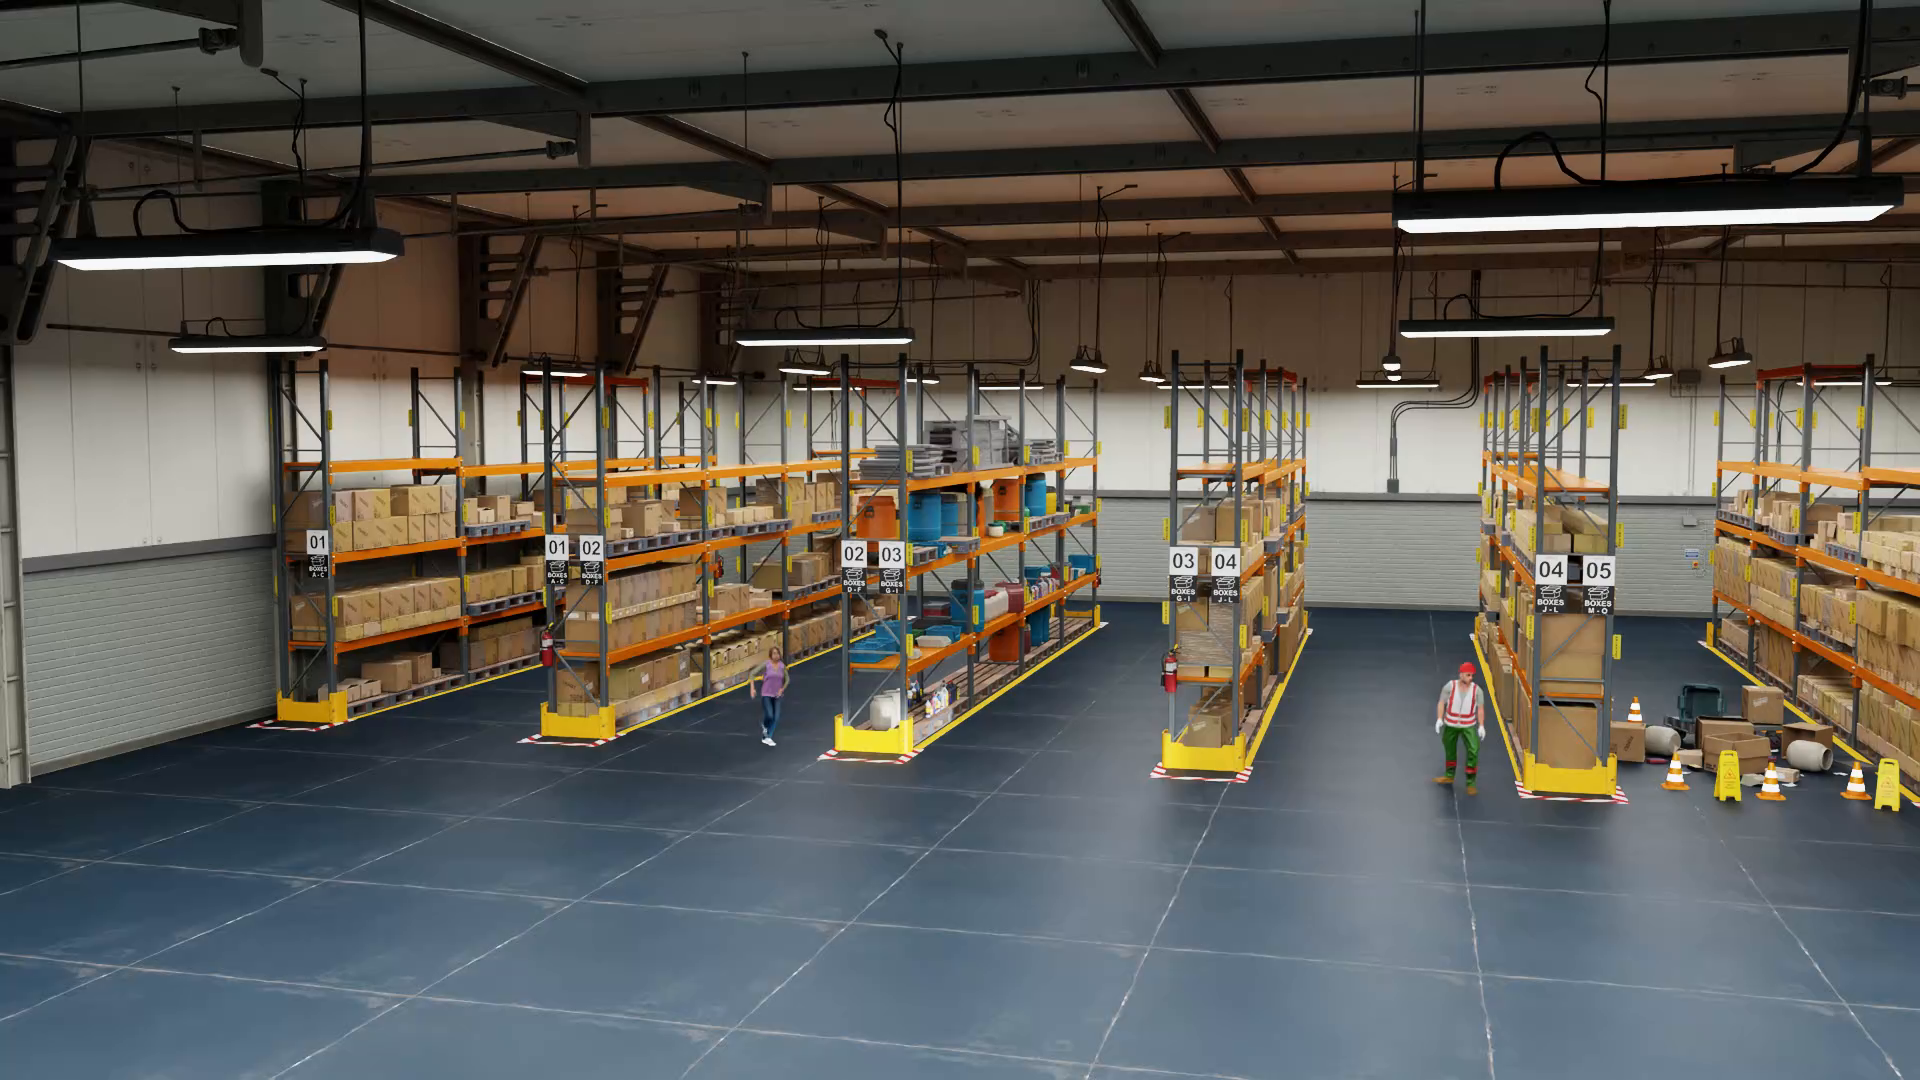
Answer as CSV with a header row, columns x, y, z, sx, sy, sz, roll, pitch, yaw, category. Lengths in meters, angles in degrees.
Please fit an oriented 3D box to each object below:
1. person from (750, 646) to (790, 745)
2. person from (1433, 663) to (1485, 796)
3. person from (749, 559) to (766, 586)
x,y,z,sx,sy,sz,roll,pitch,yaw,category
-2.893,2.399,25.503,0.611,1.541,0.508,-2,5,-24,person
6.765,2.515,22.527,0.679,1.769,0.661,2,4,21,person
-4.793,1.271,40.431,0.664,1.652,0.554,0,4,6,person
